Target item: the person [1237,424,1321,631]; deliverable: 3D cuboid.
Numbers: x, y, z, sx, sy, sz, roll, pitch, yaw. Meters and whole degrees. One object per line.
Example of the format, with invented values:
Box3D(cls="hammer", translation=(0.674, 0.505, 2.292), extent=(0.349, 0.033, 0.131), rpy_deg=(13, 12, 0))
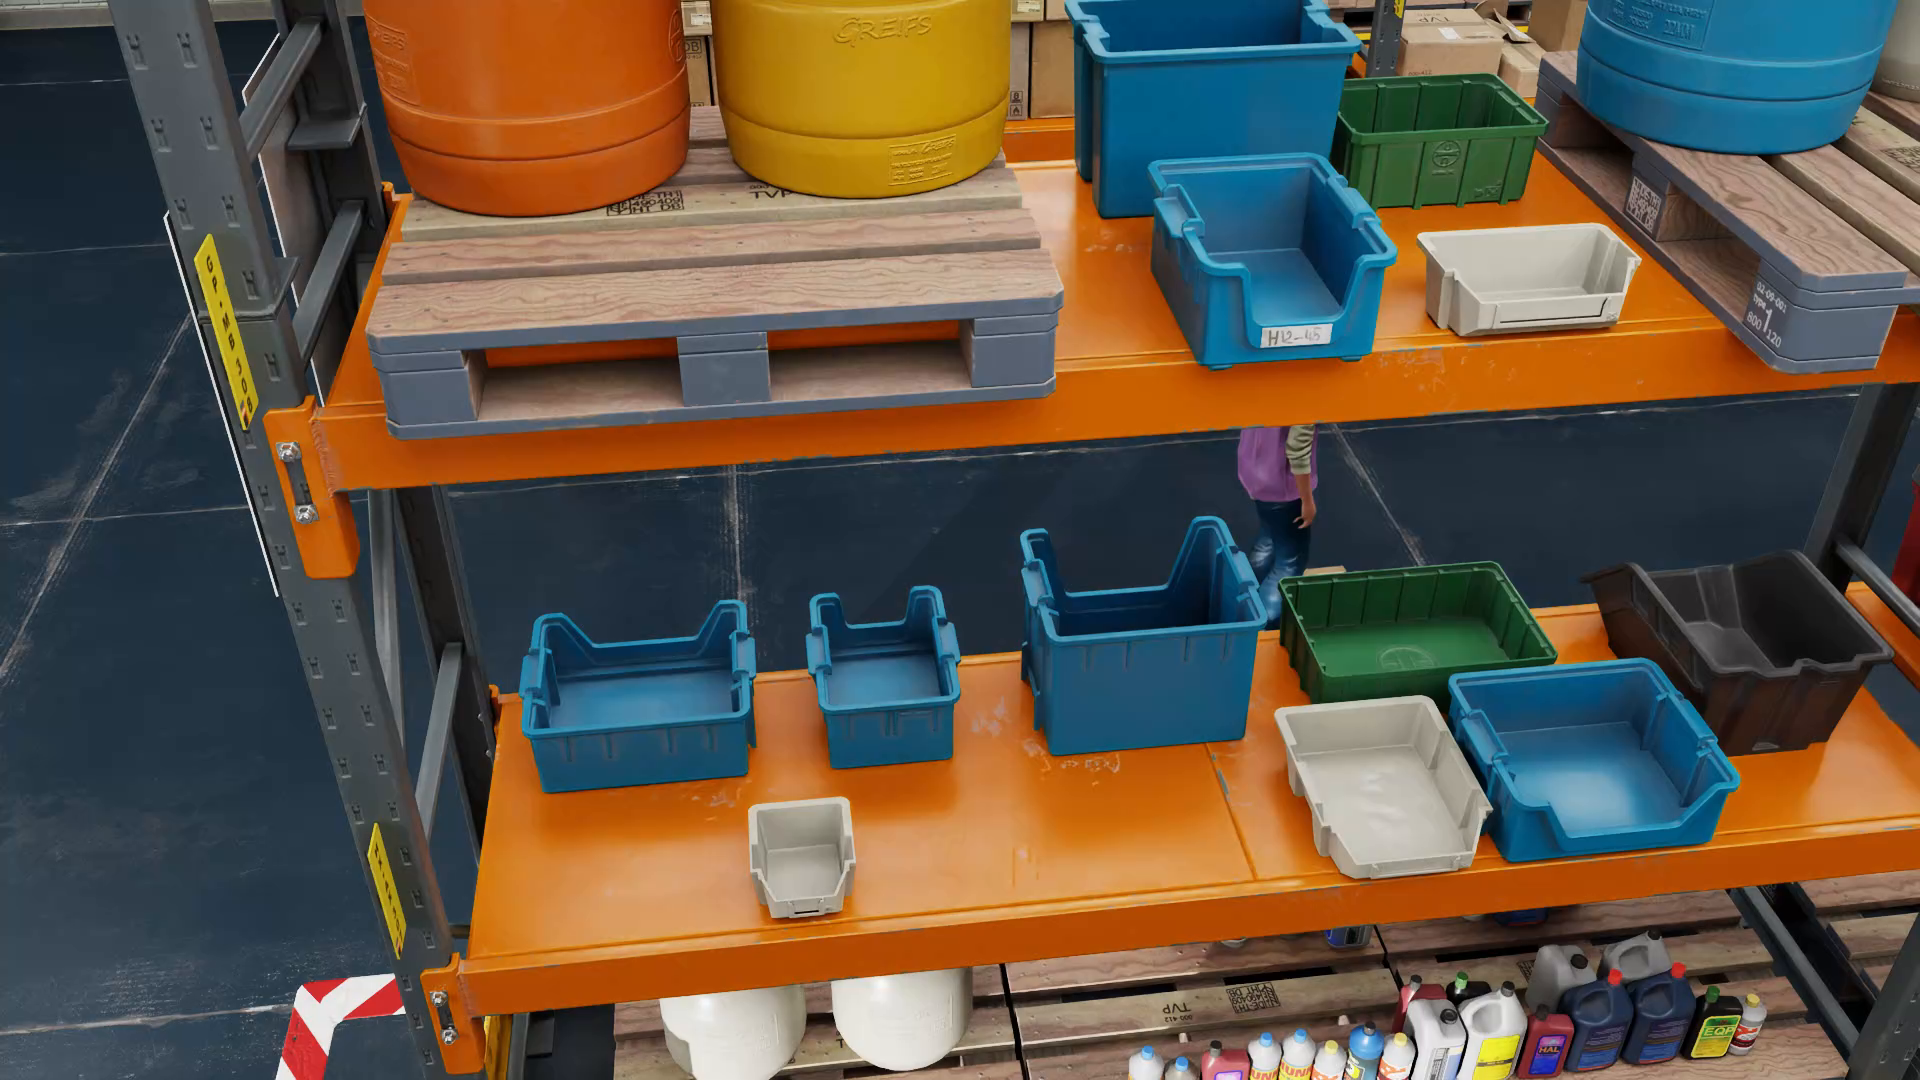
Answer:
Box3D(cls="person", translation=(1.266, -0.234, 6.486), extent=(0.348, 1.592, 0.471), rpy_deg=(-6, 36, -8))
